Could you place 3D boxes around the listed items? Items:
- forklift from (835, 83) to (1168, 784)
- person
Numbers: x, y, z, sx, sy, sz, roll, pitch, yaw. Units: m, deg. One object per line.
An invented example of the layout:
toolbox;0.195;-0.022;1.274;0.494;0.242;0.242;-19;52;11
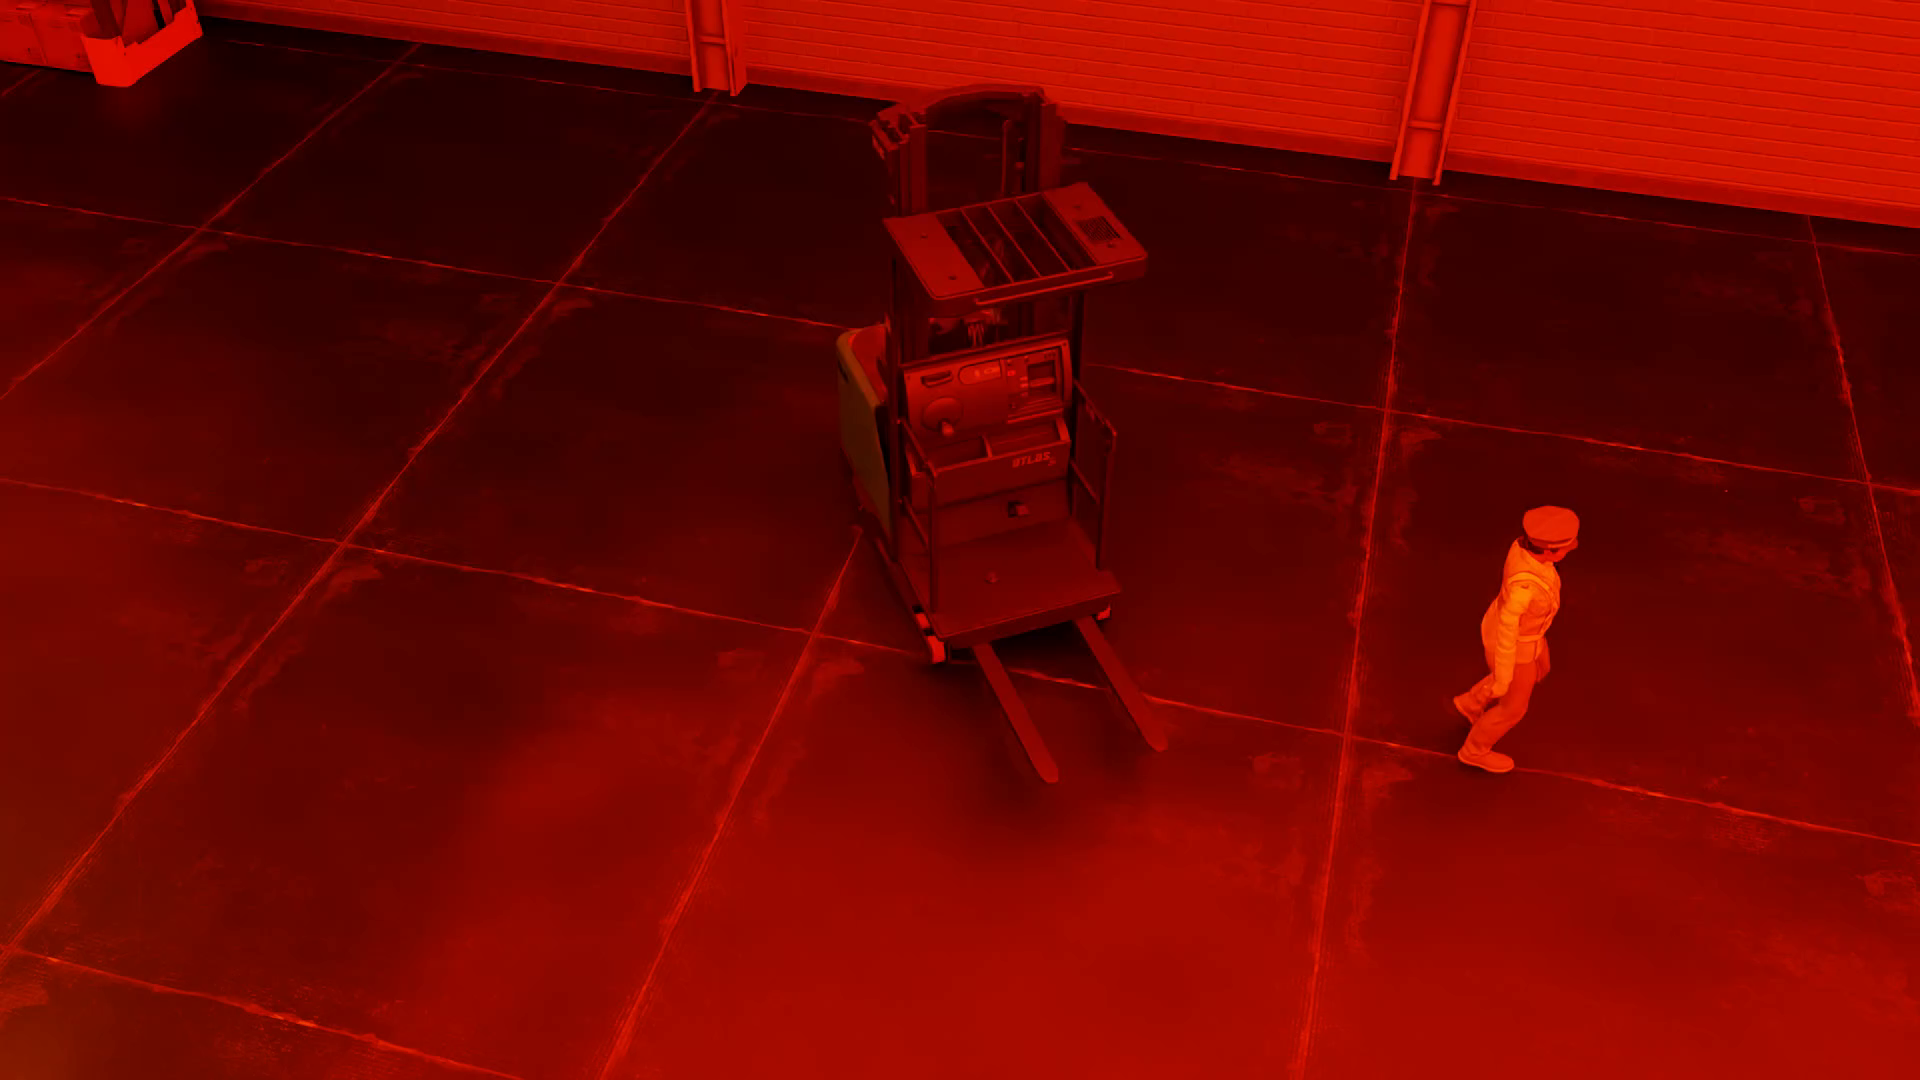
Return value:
forklift;0.230;-0.723;8.686;1.130;2.935;3.031;-14;43;-15
person;2.787;0.511;8.254;0.434;1.651;0.637;8;42;9
